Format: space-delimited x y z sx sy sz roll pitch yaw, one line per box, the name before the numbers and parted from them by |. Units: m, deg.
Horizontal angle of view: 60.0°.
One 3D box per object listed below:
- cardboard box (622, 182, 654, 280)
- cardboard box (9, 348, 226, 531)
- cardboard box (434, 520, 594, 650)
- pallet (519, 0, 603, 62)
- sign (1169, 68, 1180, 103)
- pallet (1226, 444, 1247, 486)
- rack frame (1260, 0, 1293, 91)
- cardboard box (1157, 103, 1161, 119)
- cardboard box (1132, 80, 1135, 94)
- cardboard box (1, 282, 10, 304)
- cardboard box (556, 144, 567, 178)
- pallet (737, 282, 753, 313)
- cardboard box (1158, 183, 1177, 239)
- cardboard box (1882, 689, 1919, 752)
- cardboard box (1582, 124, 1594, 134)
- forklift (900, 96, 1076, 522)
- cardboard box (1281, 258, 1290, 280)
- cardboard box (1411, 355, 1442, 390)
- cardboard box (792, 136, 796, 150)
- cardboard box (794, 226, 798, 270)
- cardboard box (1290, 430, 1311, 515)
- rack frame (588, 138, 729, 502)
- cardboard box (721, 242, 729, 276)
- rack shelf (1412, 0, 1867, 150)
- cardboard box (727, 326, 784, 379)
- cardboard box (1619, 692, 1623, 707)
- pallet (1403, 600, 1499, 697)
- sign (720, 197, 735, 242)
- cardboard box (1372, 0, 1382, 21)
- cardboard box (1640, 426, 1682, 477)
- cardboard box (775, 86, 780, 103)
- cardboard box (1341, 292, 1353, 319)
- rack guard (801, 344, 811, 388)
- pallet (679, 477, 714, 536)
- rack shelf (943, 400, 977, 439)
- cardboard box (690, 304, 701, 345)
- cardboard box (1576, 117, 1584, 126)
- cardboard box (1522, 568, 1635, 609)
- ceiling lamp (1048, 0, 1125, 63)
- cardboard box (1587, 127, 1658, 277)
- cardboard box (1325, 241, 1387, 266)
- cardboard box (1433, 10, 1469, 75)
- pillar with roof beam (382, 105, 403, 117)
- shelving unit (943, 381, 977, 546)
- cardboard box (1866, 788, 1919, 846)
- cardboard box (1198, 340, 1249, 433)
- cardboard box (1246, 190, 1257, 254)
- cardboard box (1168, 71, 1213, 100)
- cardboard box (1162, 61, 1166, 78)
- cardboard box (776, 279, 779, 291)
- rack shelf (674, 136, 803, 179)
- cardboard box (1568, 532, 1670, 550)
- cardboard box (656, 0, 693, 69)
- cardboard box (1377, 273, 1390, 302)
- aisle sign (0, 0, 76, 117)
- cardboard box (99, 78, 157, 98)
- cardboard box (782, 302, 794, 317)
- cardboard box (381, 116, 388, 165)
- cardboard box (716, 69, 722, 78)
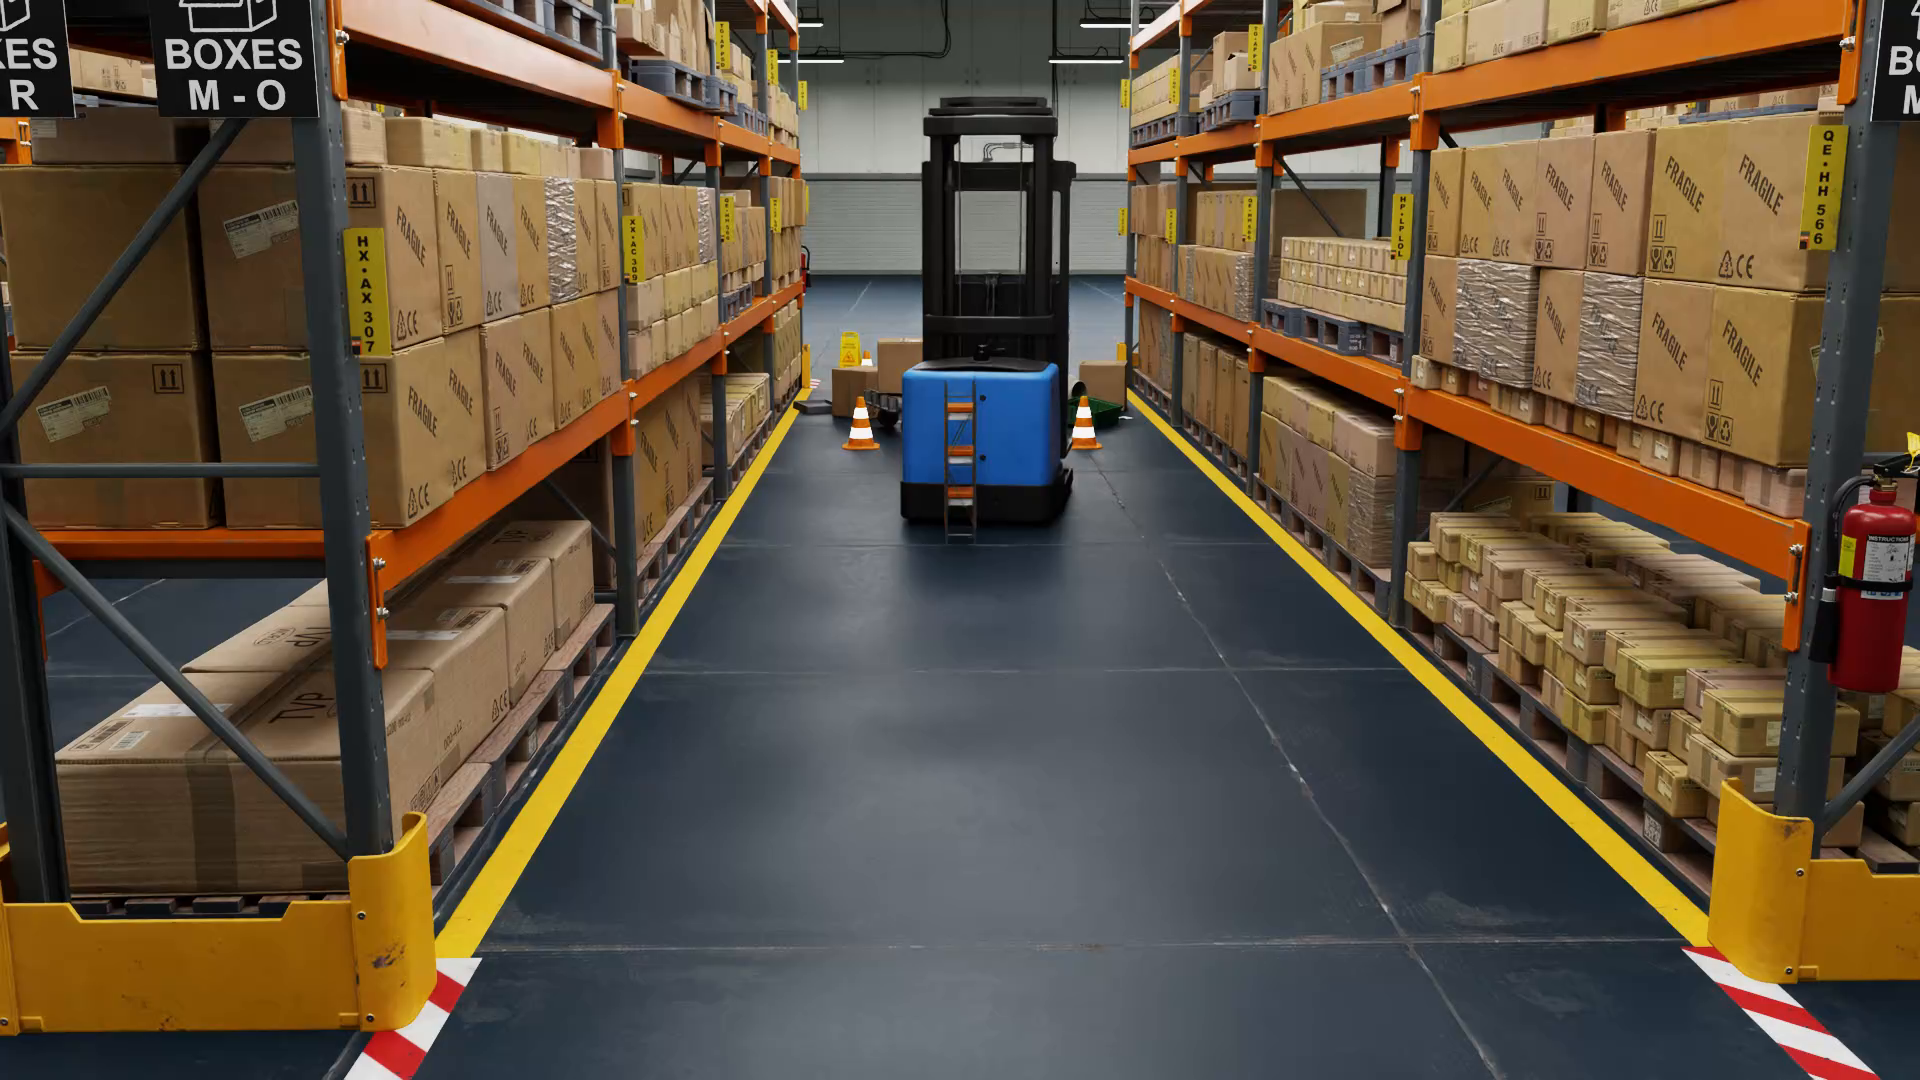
cardboard box | -1.889 -1.599 8.629 0.500 0.500 0.500 0 11 0
cardboard box | -2.360 -0.320 4.840 0.500 0.500 0.500 0 11 -1
cardboard box | -2.262 0.204 7.897 0.875 0.438 0.875 0 11 -2
pallet | -2.161 -2.235 7.210 1.003 0.211 1.213 0 11 -1
sign | 2.059 -4.361 15.969 0.100 0.325 0.005 0 11 -1
pallet | 2.756 -0.597 13.472 1.003 0.211 1.213 0 11 -1
rack frame | 2.696 -4.747 11.824 1.000 3.000 0.127 0 11 -1
cardboard box | 2.265 -4.477 17.360 0.380 0.149 0.250 0 11 0
cardboard box | 2.220 -5.322 19.521 0.380 0.149 0.250 0 11 -1
cardboard box | -6.816 -1.699 11.464 0.380 0.149 0.250 0 11 0
cardboard box | -1.951 -1.666 7.328 0.380 0.149 0.250 0 11 -1
pallet | -2.332 -2.066 14.179 1.003 0.211 1.213 0 11 -1
cardboard box | 2.513 -3.387 17.116 0.875 0.550 0.550 0 11 -1
cardboard box | 3.191 0.578 5.285 0.380 0.149 0.250 -1 11 -4
cardboard box | 7.267 -4.496 18.509 0.500 0.250 0.500 0 11 -1
forklift | 0.296 -1.808 12.600 1.130 2.935 3.031 2 12 7
cardboard box | 2.506 -1.938 11.896 0.380 0.149 0.250 0 11 1
cardboard box | 2.458 -0.831 8.242 0.380 0.149 0.250 0 11 1
cardboard box | -2.091 -4.584 19.199 0.380 0.149 0.250 0 11 -1
cardboard box | -2.123 -3.345 19.003 0.500 0.500 0.500 0 11 -1
cardboard box | 2.485 -0.444 10.933 0.500 0.500 0.500 -1 11 -3
rack frame | -2.250 -1.766 12.221 1.000 3.000 0.127 0 11 -1
cardboard box | -2.028 -2.257 12.585 0.500 0.500 0.500 -1 11 -3
rack shelf | 2.820 -1.732 6.315 1.077 0.370 4.000 0 11 -1
cardboard box | -2.075 -1.906 16.881 0.500 0.500 0.500 0 11 2
cardboard box | 2.650 0.568 6.080 0.380 0.149 0.250 0 11 -2
pallet | 2.828 0.488 8.121 1.003 0.211 1.213 0 11 -1
sign | -1.696 -2.337 12.120 0.100 0.325 0.005 0 11 -1
cardboard box | 2.990 -3.520 11.143 0.396 0.266 0.258 0 11 -1
cardboard box | 2.556 -0.307 5.660 0.380 0.149 0.250 0 11 0
cardboard box | -2.023 -4.520 16.874 0.380 0.149 0.250 0 11 -2
cardboard box | 2.543 -1.431 10.146 0.380 0.149 0.250 0 11 1
rack guard | -2.414 -2.116 20.234 1.175 0.500 0.348 0 11 -1
pallet | -2.309 -0.243 11.724 1.003 0.211 1.213 0 11 -1
rack shelf | 0.001 -0.772 10.848 0.215 0.259 0.240 0 11 -1
cardboard box | -1.960 -1.392 10.752 0.500 0.250 0.500 0 11 -2
cardboard box | 7.238 -4.777 18.894 0.380 0.149 0.250 0 11 1
cardboard box | 2.620 0.219 7.053 0.380 0.149 0.250 -1 11 -4
ceiling lamp | 3.332 -14.239 43.933 2.000 3.185 0.800 0 11 -1
cardboard box | 2.573 -1.195 5.892 0.500 0.500 0.500 0 11 2
cardboard box | 2.541 -1.827 10.600 0.380 0.149 0.250 0 11 1
cardboard box | 2.525 -2.315 7.759 0.500 0.250 0.500 0 11 2
pillar with roof beam | -4.085 -7.344 24.625 9.100 9.000 0.400 0 11 -1
shelving unit | 0.001 -0.504 10.902 0.215 1.050 0.252 0 11 -1
cardboard box | 3.171 0.869 5.343 0.380 0.149 0.250 0 11 0
cardboard box | 2.733 -1.390 14.970 1.050 0.750 0.750 0 11 -1
cardboard box | 2.685 -2.536 13.247 0.700 0.500 0.500 0 11 -2
cardboard box | 2.347 -4.496 16.452 0.500 0.250 0.500 0 11 -2
cardboard box | 2.273 -4.816 17.026 0.380 0.149 0.250 0 11 0
cardboard box | -2.082 -2.654 17.230 0.380 0.149 0.250 0 11 1
rack shelf | -2.374 -4.076 17.873 1.077 0.370 4.000 0 11 -1
cardboard box | 3.104 0.058 7.847 0.380 0.149 0.250 0 11 -2
cardboard box | -1.924 -3.142 10.150 0.500 0.500 0.500 0 11 -1
cardboard box | 2.565 -1.420 9.342 0.380 0.149 0.250 0 11 1
aisle sign | -2.394 -1.434 4.047 0.394 0.787 0.004 0 11 -1
cardboard box | -6.953 -3.771 13.884 0.380 0.149 0.250 0 11 -2
cardboard box | -2.058 -2.567 18.510 0.380 0.149 0.250 0 11 1
cardboard box | -1.892 -1.156 4.817 0.380 0.149 0.250 0 11 0
cardboard box | -2.310 -3.590 13.407 0.797 0.503 0.637 0 11 -1
